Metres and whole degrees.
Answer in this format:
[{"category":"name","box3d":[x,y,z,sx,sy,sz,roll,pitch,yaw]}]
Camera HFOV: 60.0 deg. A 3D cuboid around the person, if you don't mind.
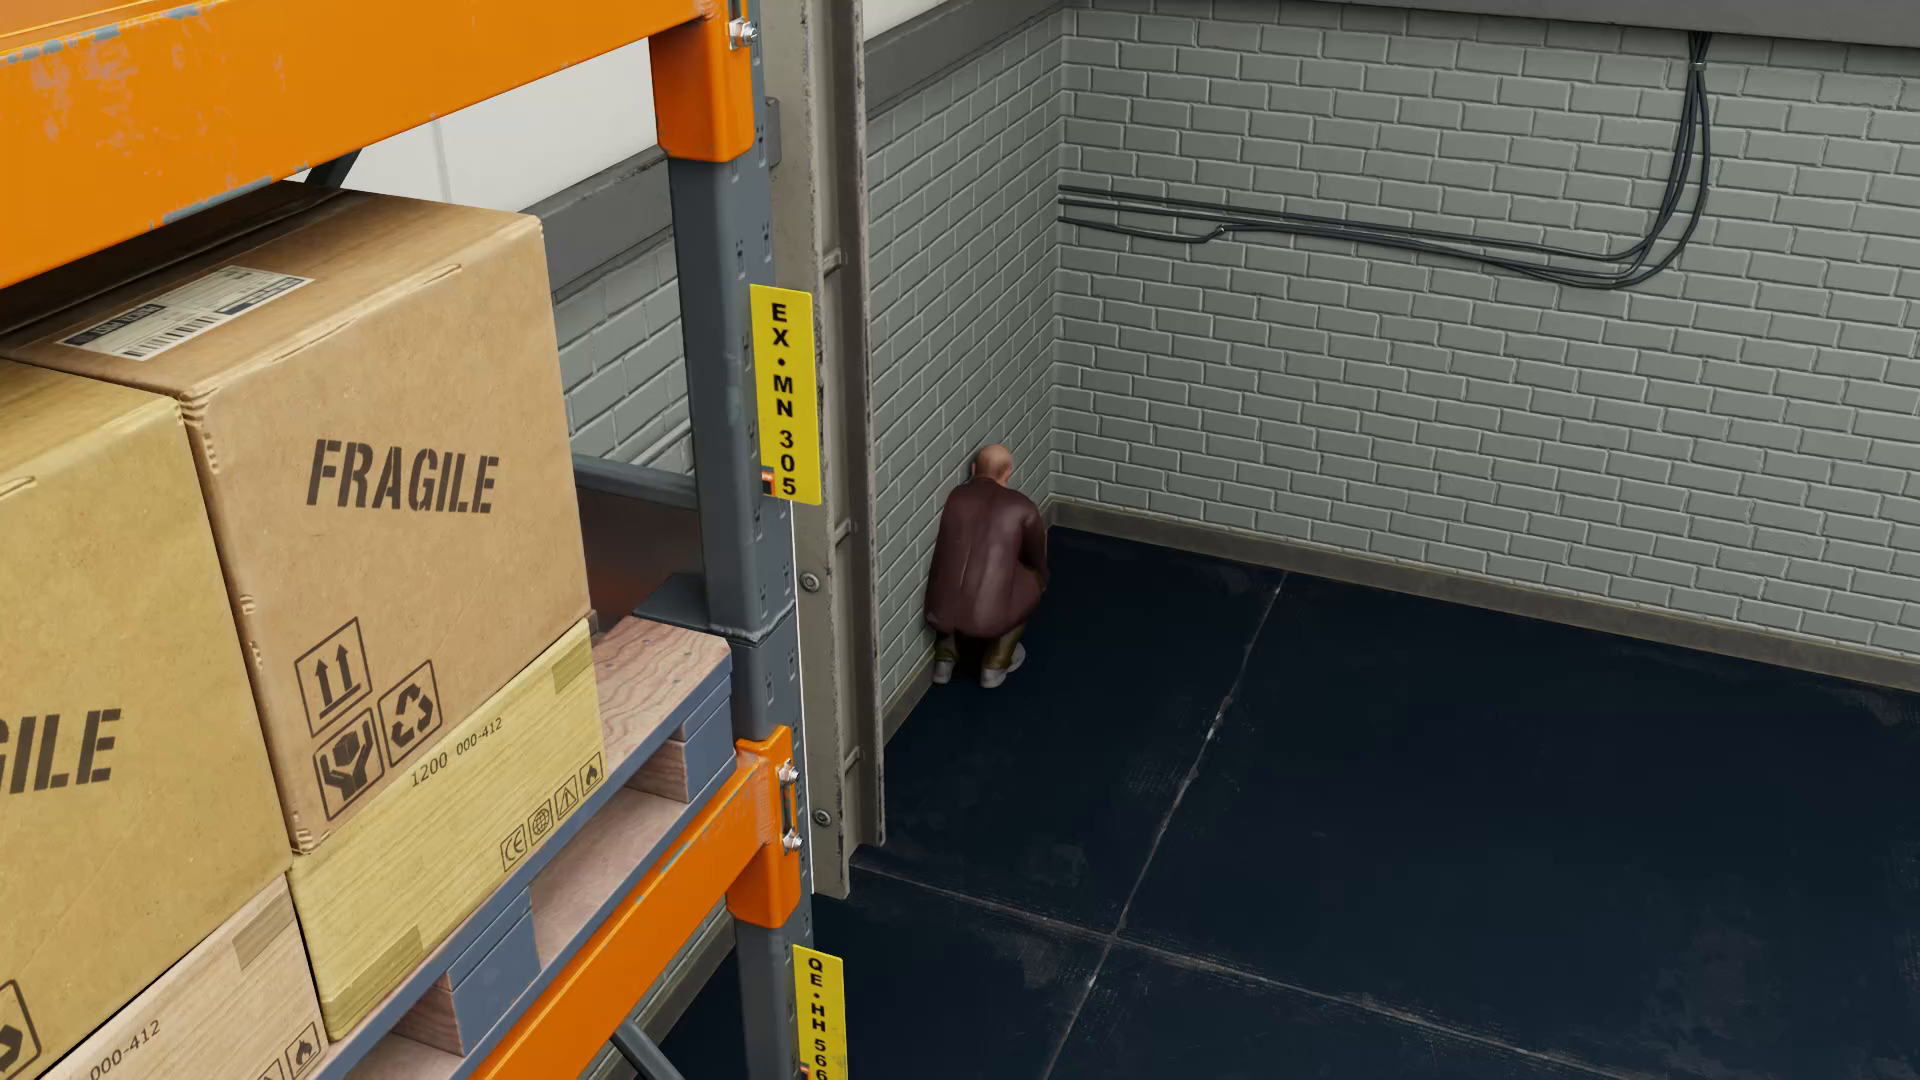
[{"category":"person","box3d":[0.126,0.109,7.751,0.583,1.001,0.926,11,31,18]}]
